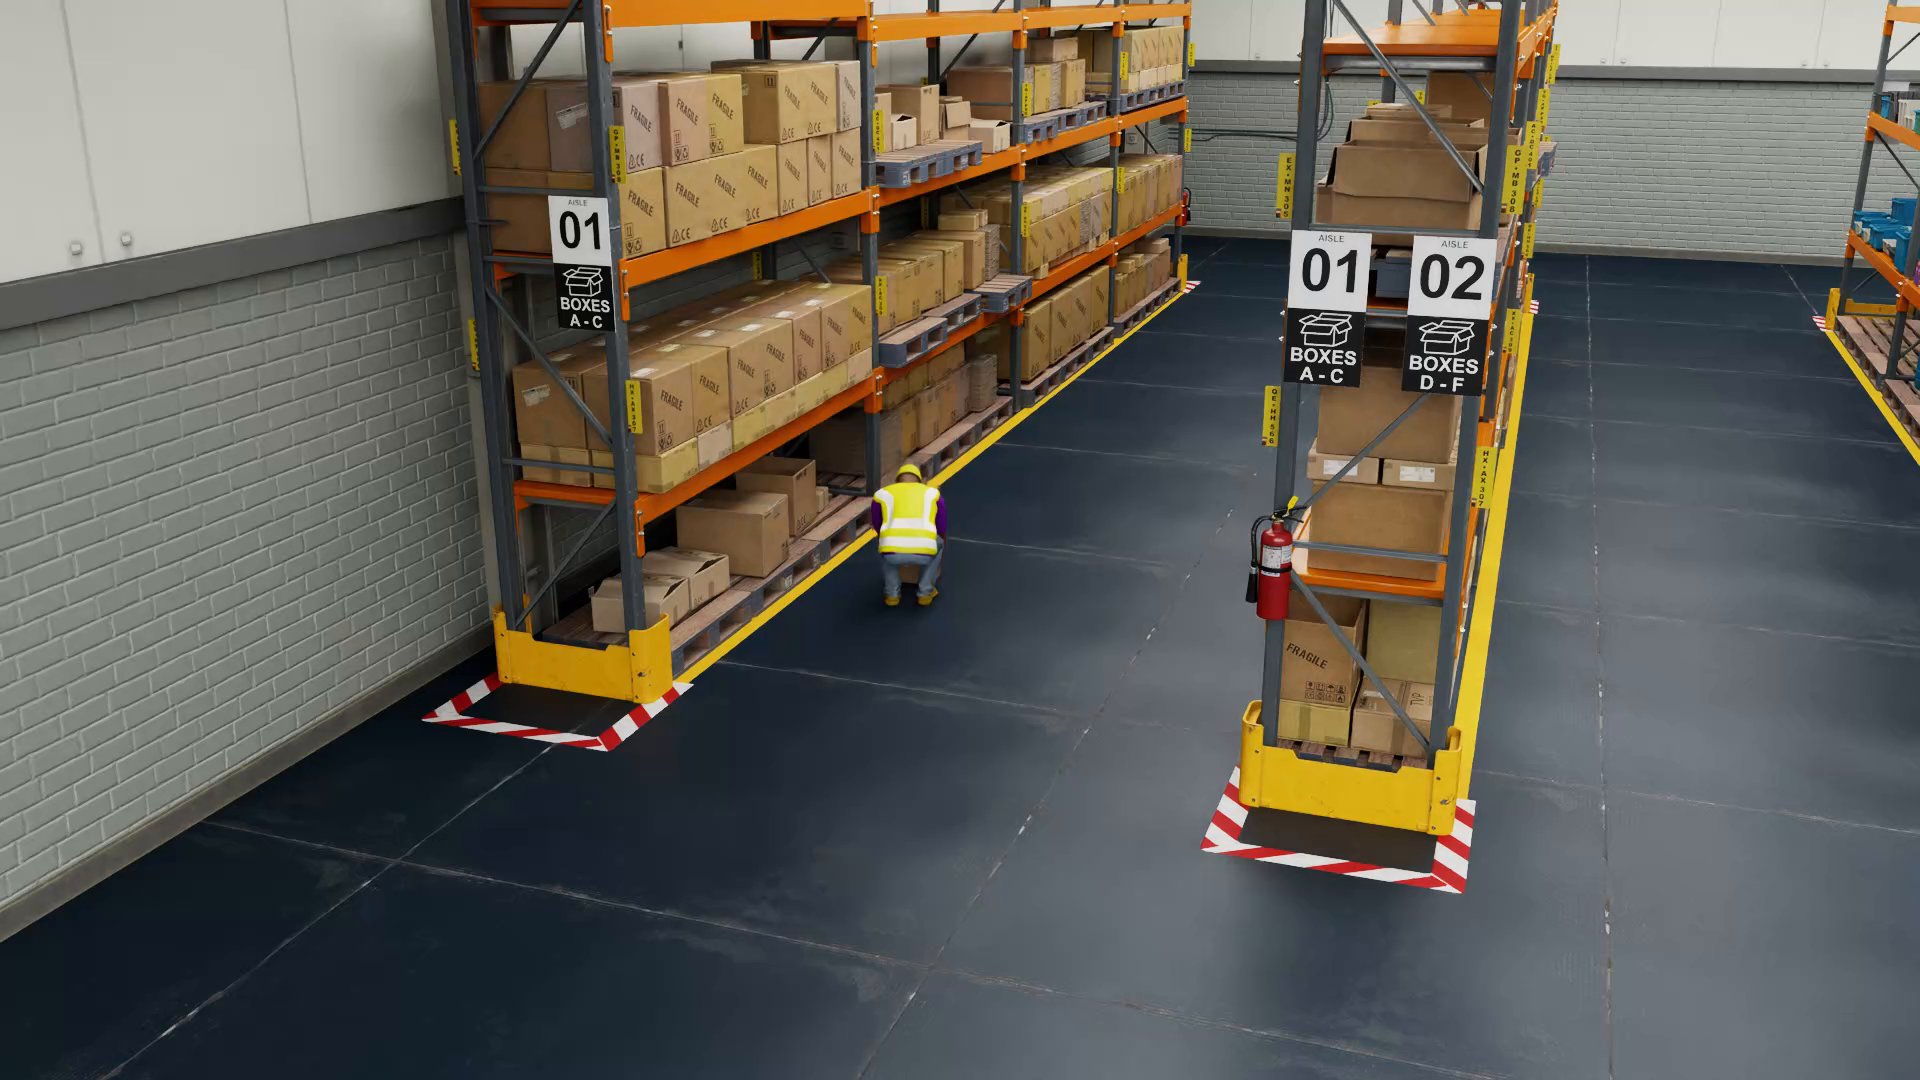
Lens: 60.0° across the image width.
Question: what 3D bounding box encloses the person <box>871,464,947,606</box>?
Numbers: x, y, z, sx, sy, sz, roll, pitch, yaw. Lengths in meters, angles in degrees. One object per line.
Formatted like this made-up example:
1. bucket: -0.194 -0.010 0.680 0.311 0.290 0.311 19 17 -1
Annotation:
1. person: -0.398 -0.027 12.436 0.567 0.926 0.897 2 19 6
